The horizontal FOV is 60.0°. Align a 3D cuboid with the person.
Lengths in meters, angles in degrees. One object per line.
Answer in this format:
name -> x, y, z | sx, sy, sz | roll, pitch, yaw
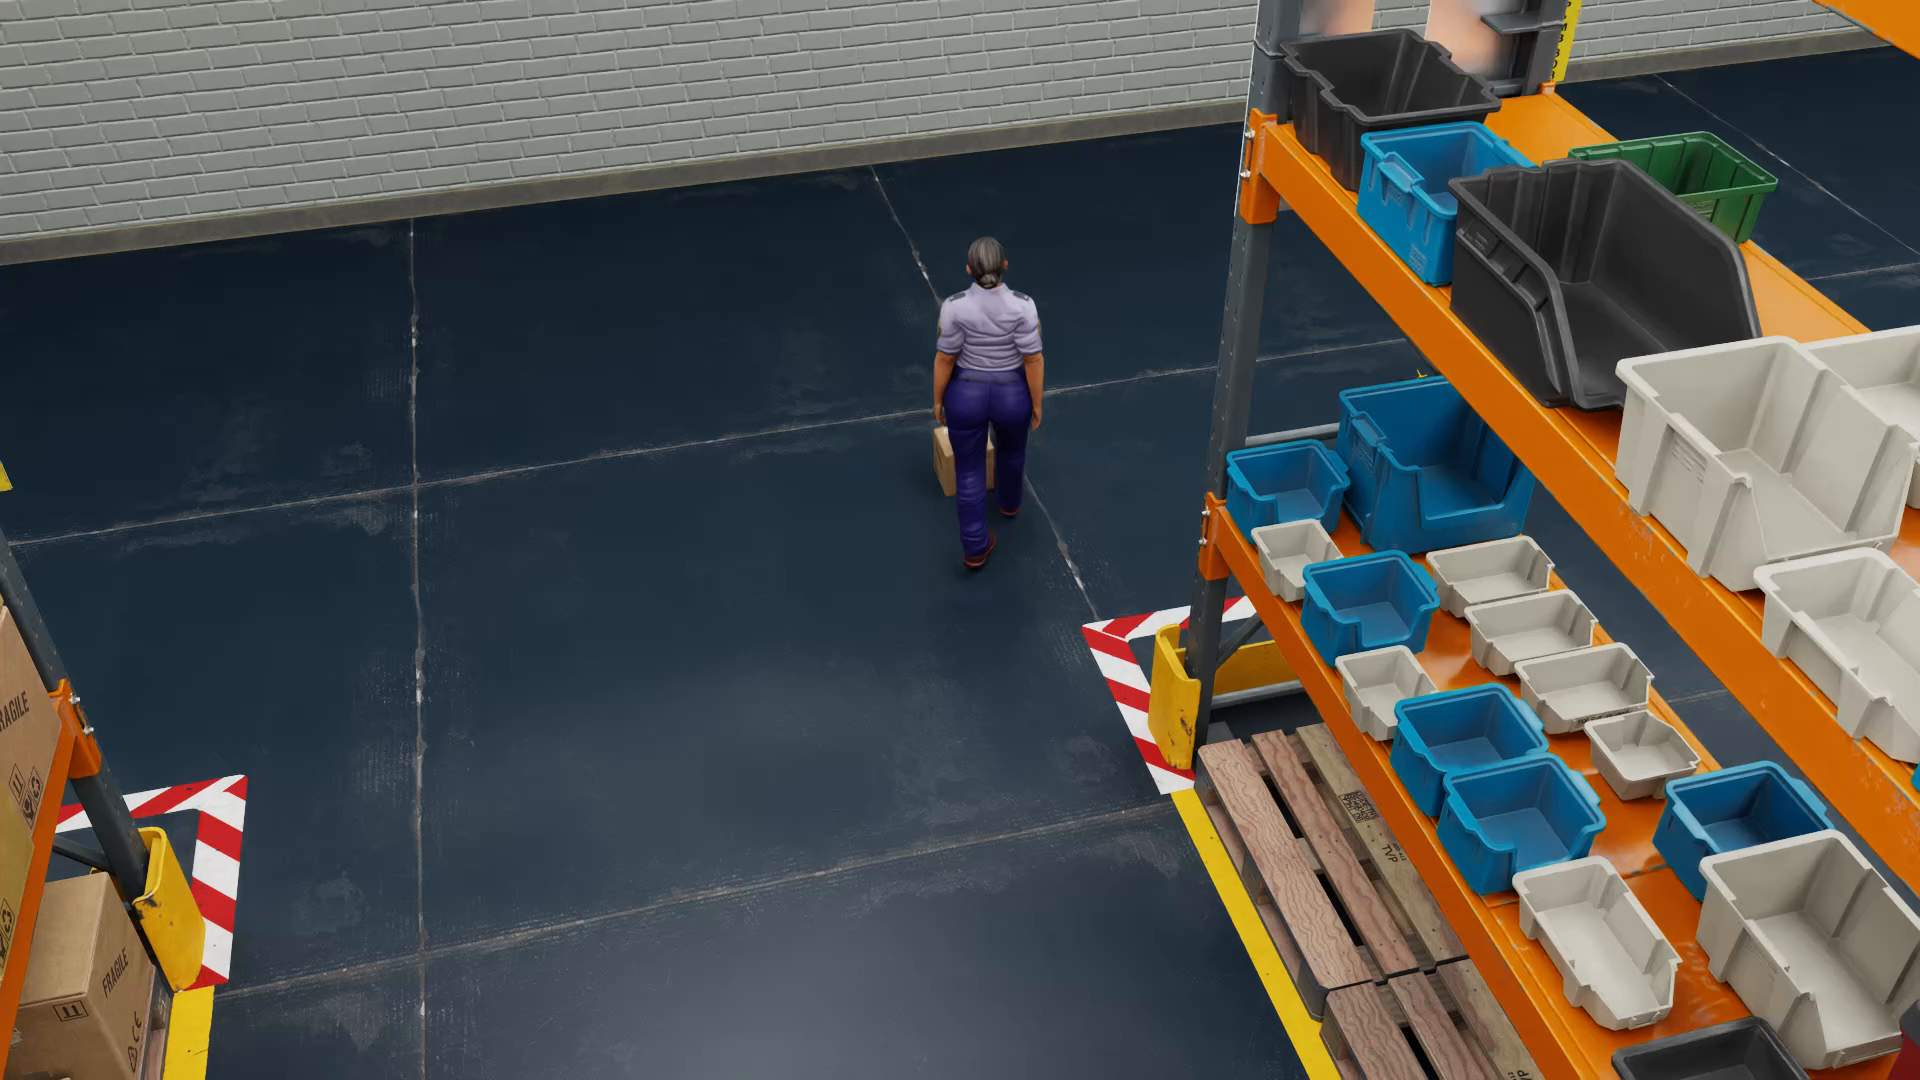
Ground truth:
person -> 0.120, -0.703, 7.621 | 0.492, 1.616, 0.703 | -1, 38, -2
